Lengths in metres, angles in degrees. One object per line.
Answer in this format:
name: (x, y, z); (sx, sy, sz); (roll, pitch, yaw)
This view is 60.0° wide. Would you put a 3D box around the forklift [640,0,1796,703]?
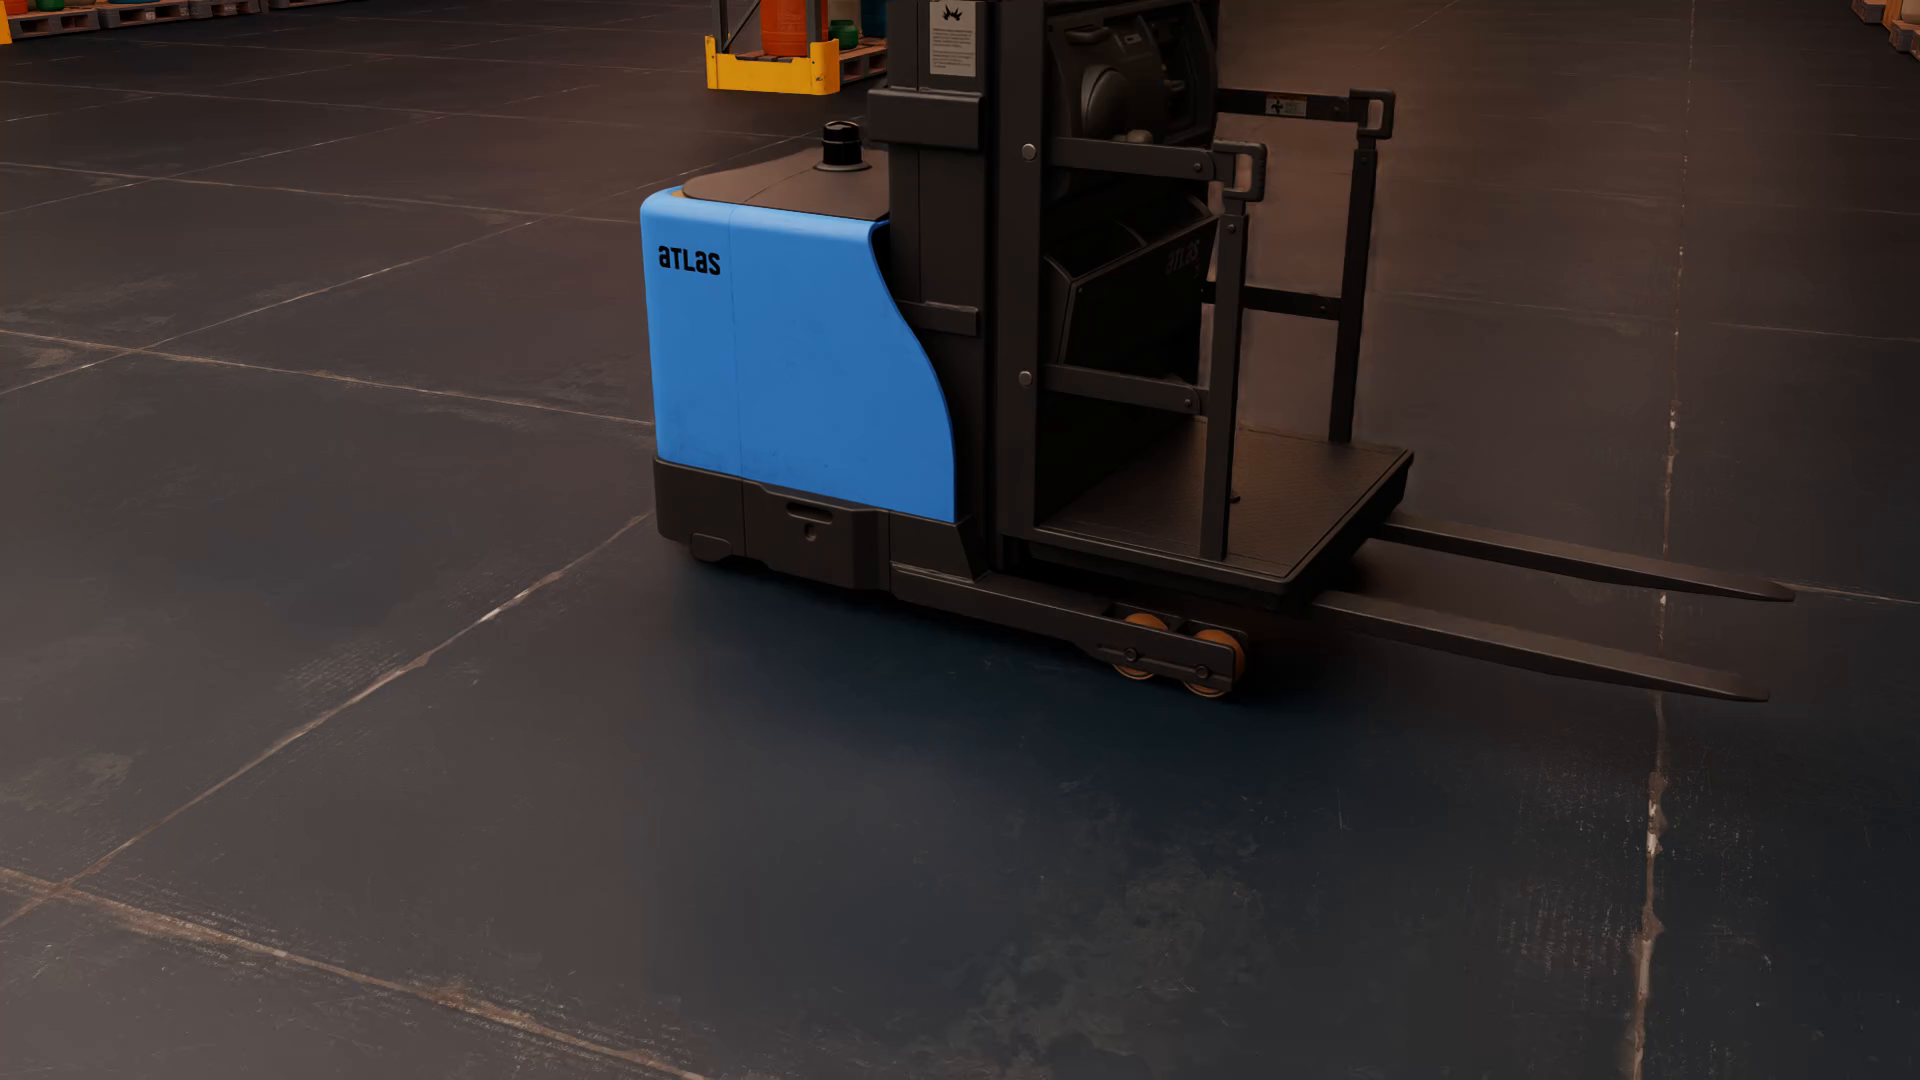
forklift: (0.631, -1.193, 4.147); (3.031, 2.935, 1.130); (12, 26, 27)
